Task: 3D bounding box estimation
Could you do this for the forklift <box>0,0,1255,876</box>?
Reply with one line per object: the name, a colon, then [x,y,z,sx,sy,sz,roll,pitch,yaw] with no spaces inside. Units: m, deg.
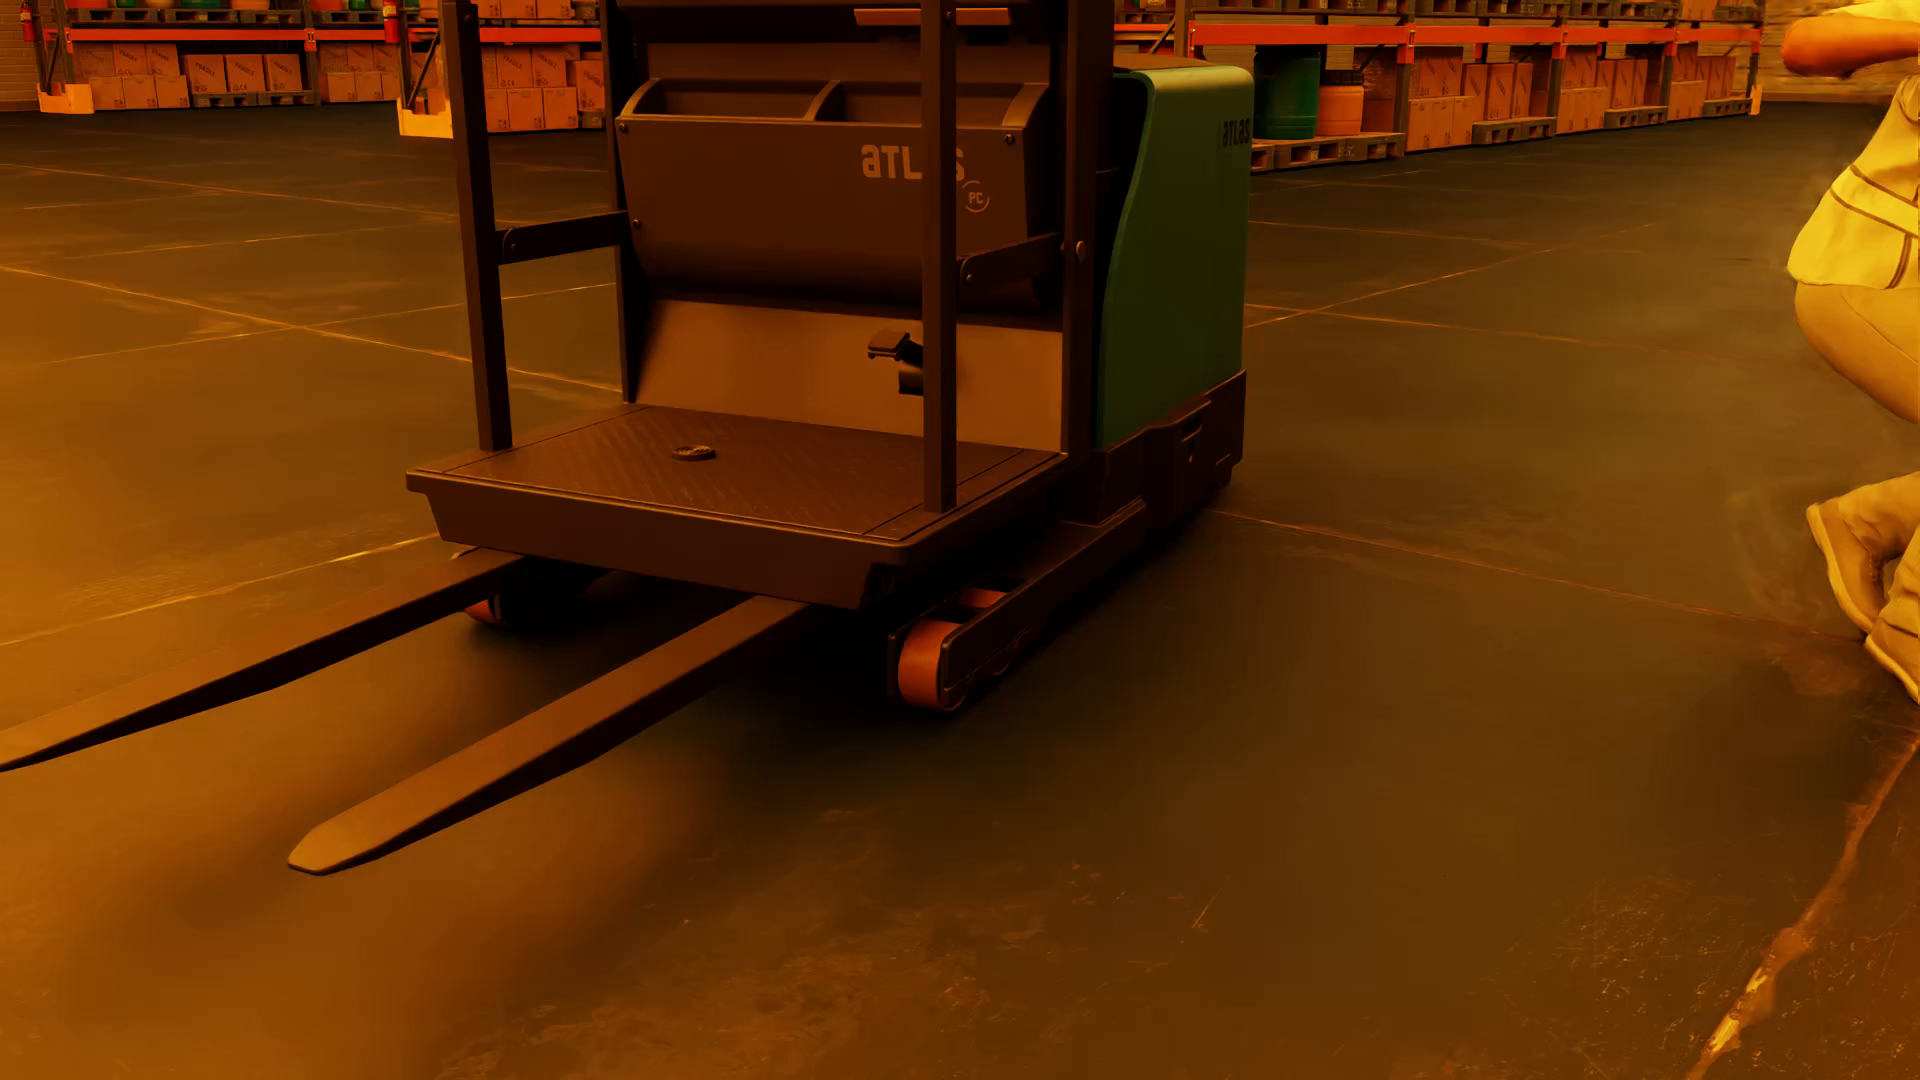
forklift: [-0.359,-1.243,2.991,1.130,2.935,3.031,8,19,25]
